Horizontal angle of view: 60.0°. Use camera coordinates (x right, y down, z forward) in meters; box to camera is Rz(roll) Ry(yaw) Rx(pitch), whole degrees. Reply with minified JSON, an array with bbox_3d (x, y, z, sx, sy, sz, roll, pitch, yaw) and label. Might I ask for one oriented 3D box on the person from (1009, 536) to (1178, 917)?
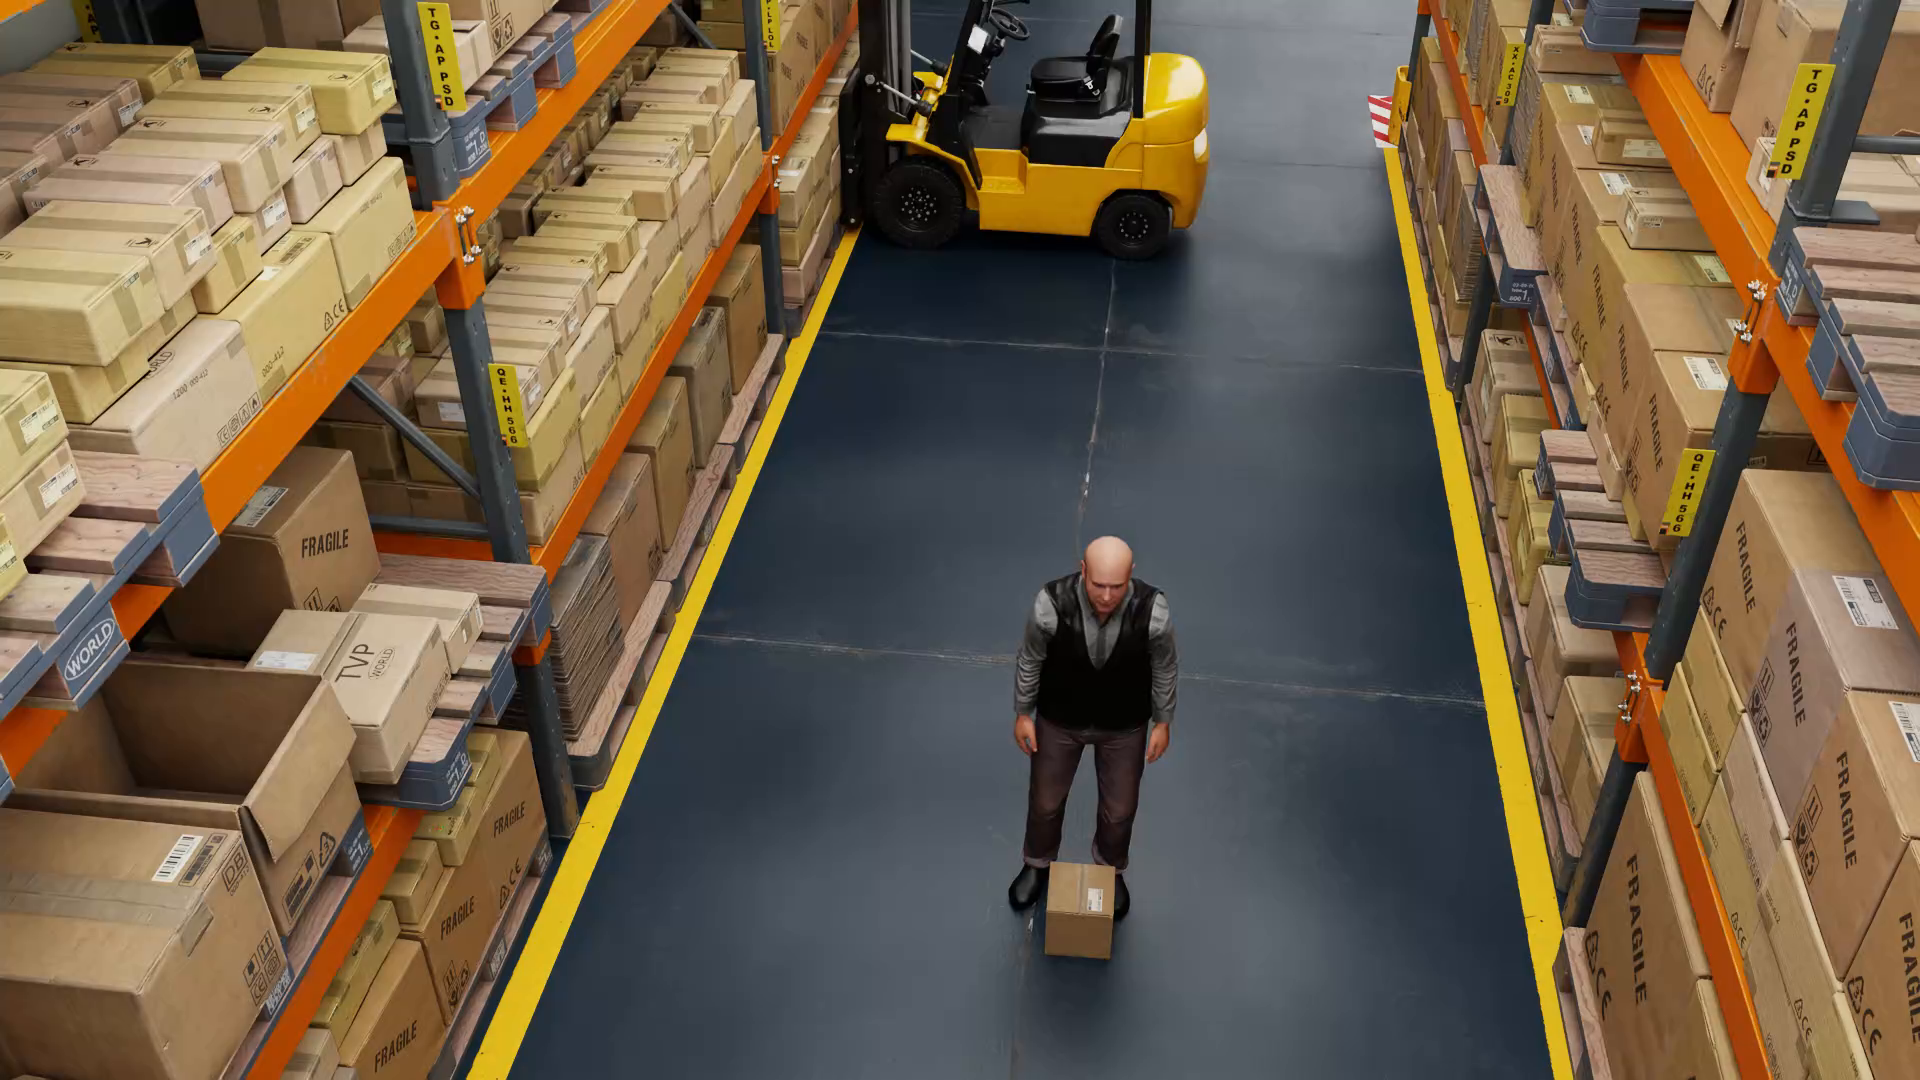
[{"bbox_3d":[0.493,0.658,6.152,0.589,1.721,0.414,3,36,4],"label":"person"}]
